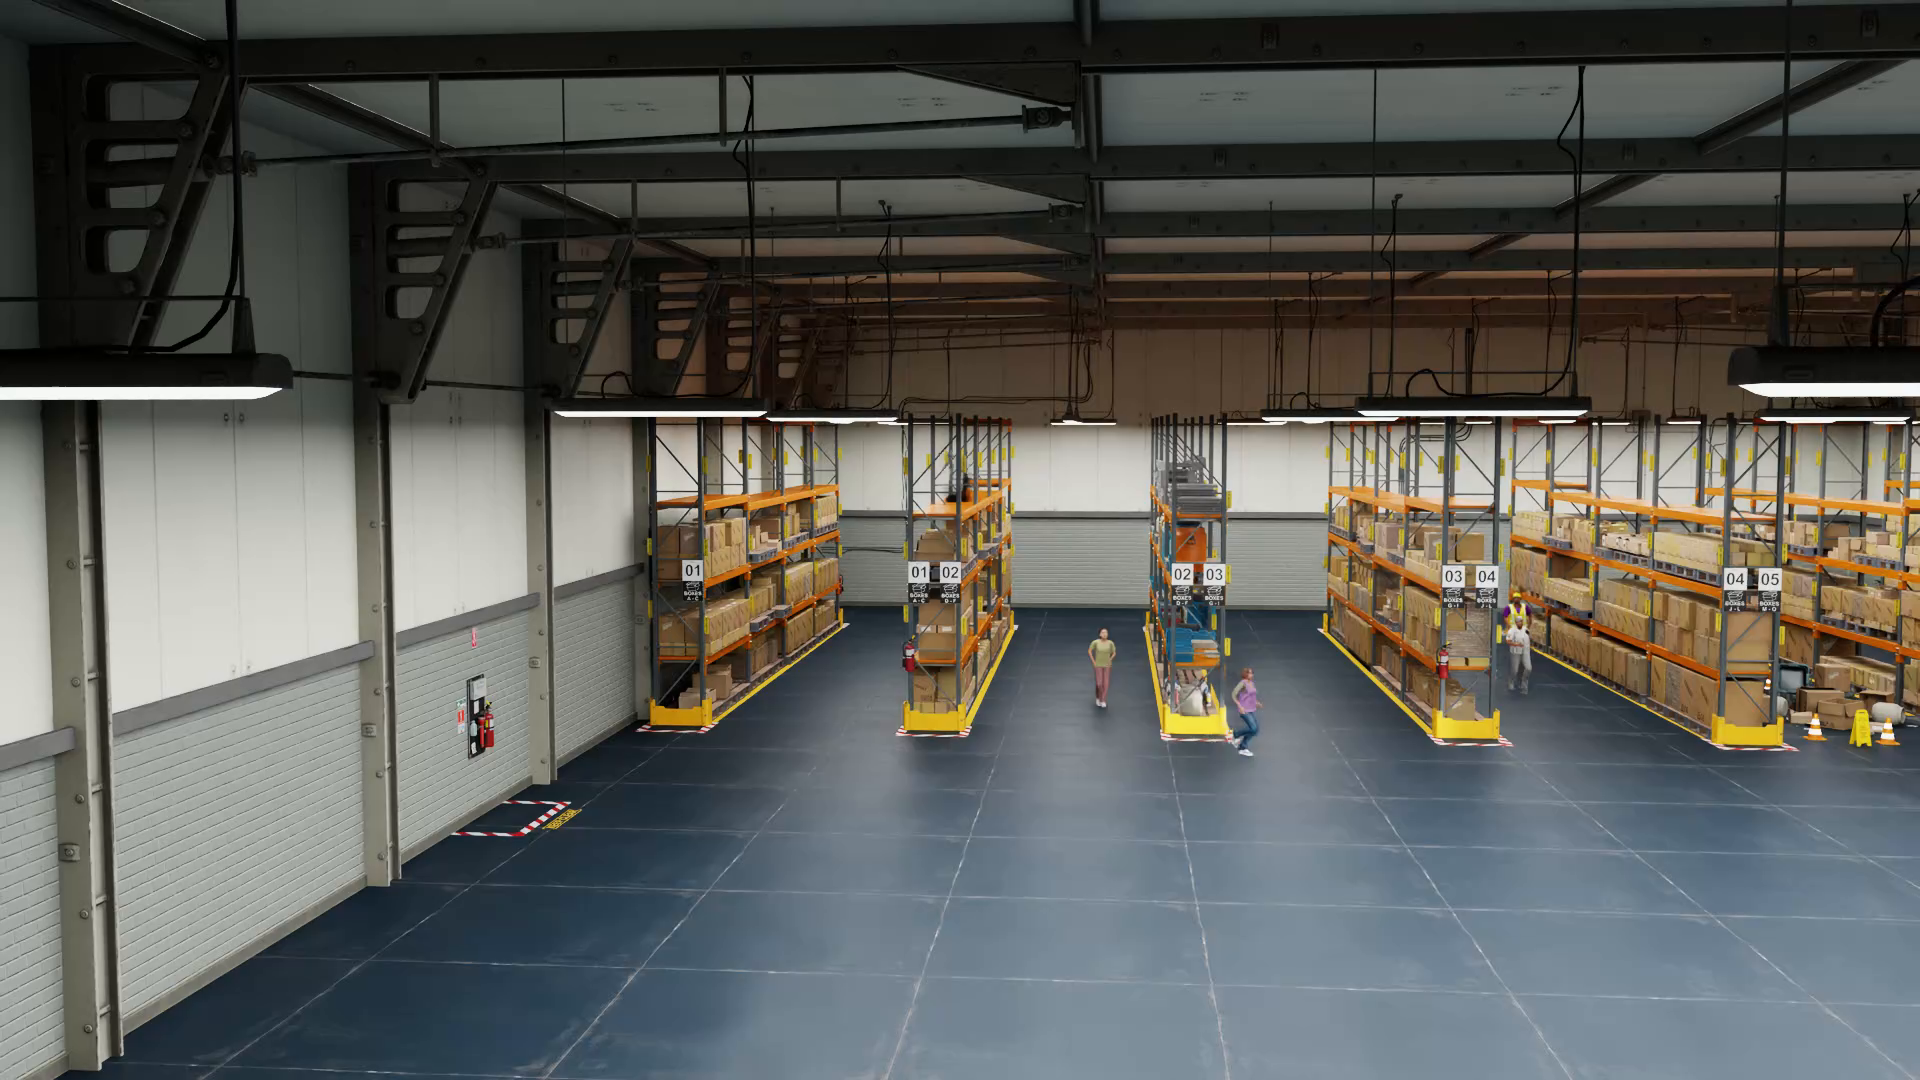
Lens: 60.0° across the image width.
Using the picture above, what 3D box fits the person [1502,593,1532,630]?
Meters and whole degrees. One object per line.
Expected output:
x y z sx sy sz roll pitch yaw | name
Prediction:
13.562 2.144 40.459 0.698 1.729 0.546 1 4 8 | person

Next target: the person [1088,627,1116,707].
2.925 2.610 34.050 0.561 1.641 0.494 0 4 -4 | person

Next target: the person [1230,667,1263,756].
5.018 2.997 29.084 0.542 1.555 0.538 3 5 39 | person

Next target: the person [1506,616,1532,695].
12.076 2.491 35.961 0.579 1.717 0.718 0 4 0 | person

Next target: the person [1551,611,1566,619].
16.761 1.726 46.813 0.691 1.700 0.565 -3 5 -35 | person
